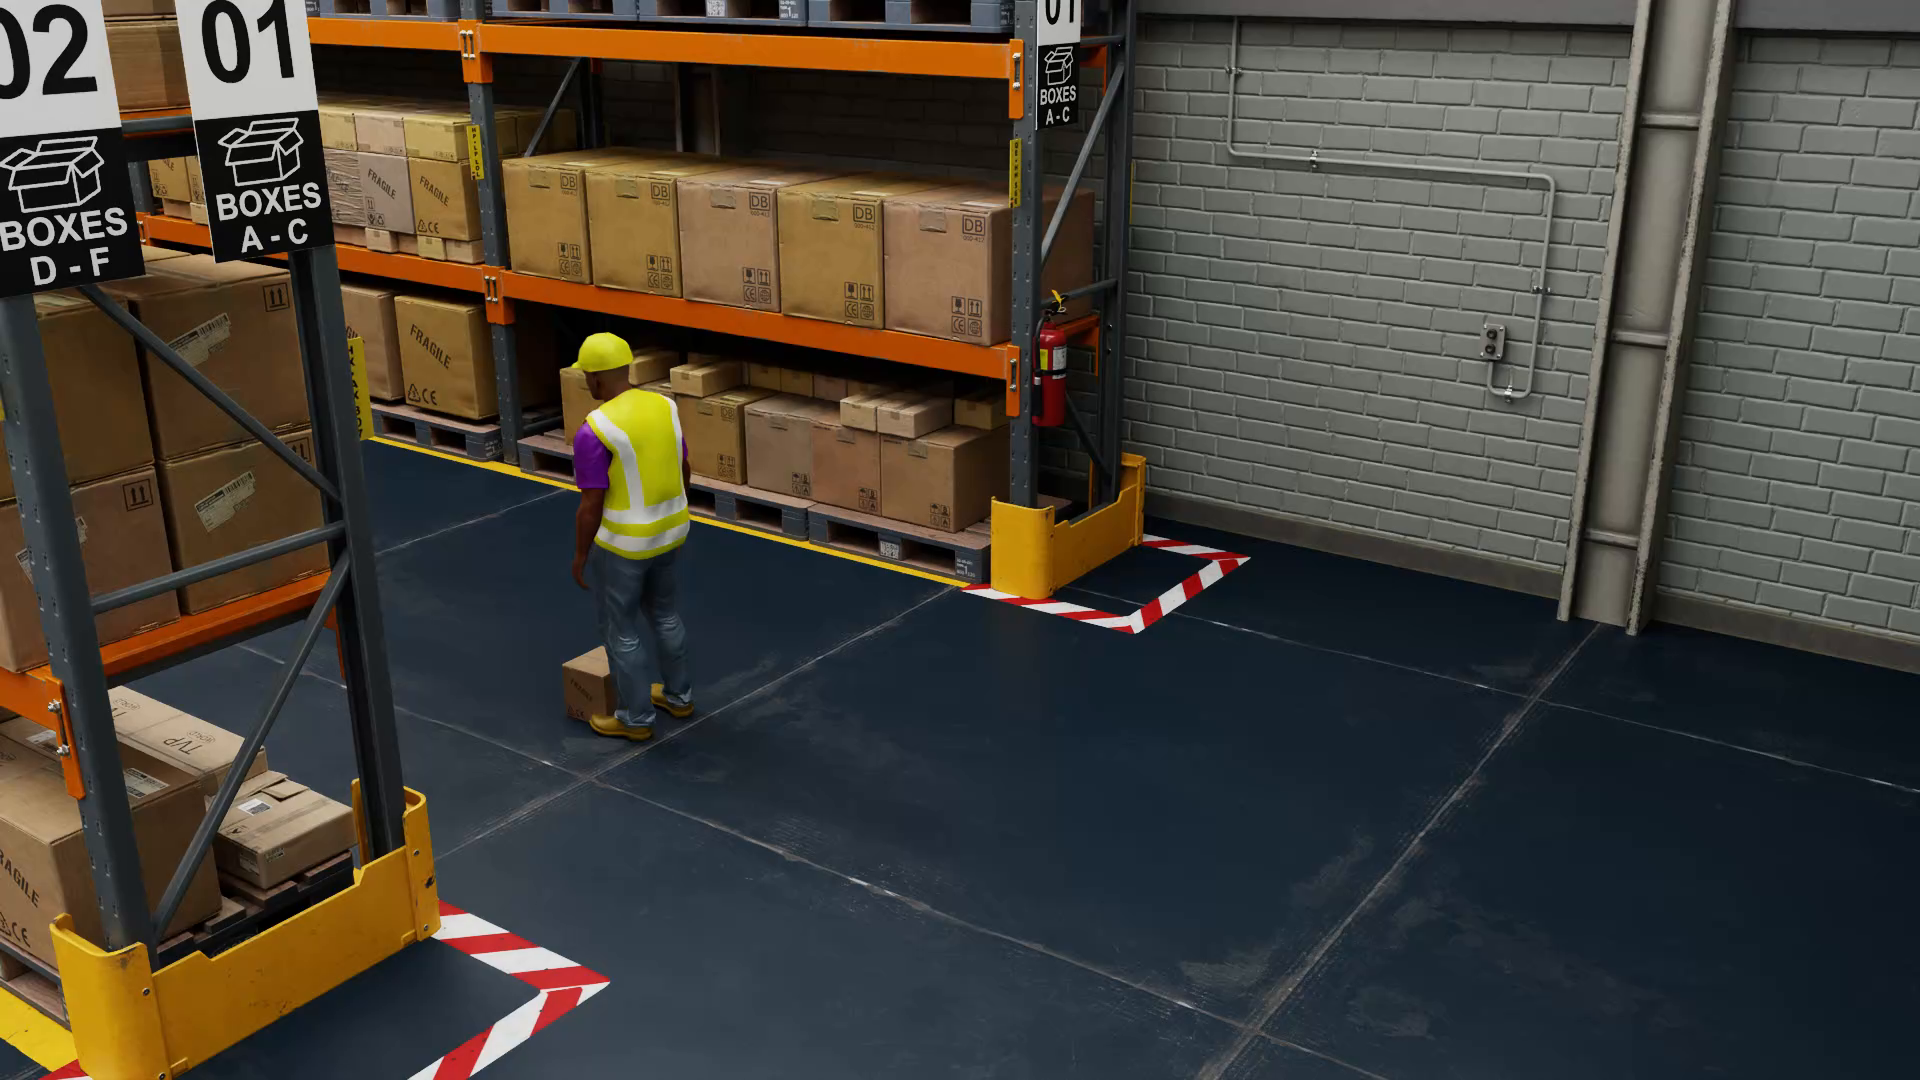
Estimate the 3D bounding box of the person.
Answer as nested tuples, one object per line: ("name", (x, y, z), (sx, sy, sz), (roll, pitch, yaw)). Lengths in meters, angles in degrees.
("person", (-1.397, -0.015, 7.086), (0.456, 1.761, 0.628), (13, 24, 32))
